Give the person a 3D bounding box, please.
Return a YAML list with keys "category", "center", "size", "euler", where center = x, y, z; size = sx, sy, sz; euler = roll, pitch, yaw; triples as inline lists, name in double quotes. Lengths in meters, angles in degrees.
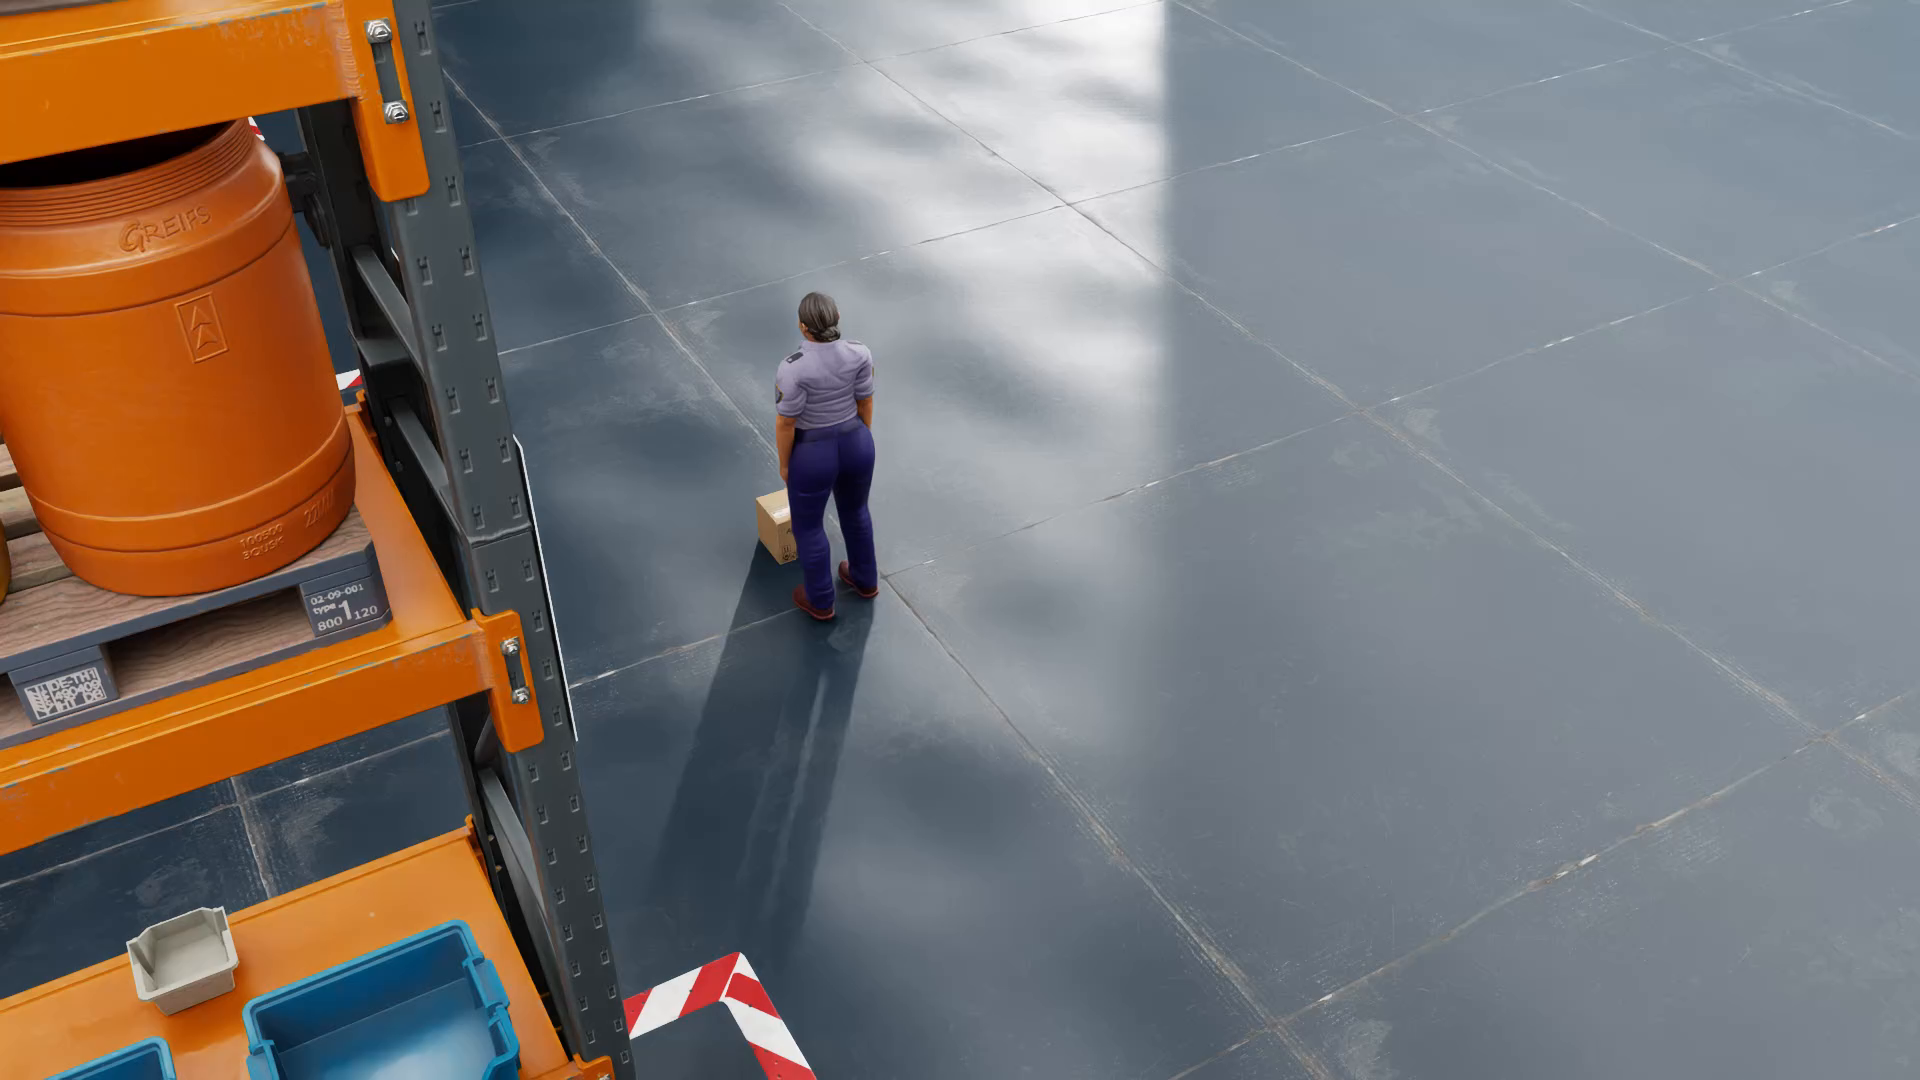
- category: "person"
  center: [-0.610, -0.385, 7.460]
  size: [0.466, 1.650, 0.356]
  euler: [-18, 41, -22]
